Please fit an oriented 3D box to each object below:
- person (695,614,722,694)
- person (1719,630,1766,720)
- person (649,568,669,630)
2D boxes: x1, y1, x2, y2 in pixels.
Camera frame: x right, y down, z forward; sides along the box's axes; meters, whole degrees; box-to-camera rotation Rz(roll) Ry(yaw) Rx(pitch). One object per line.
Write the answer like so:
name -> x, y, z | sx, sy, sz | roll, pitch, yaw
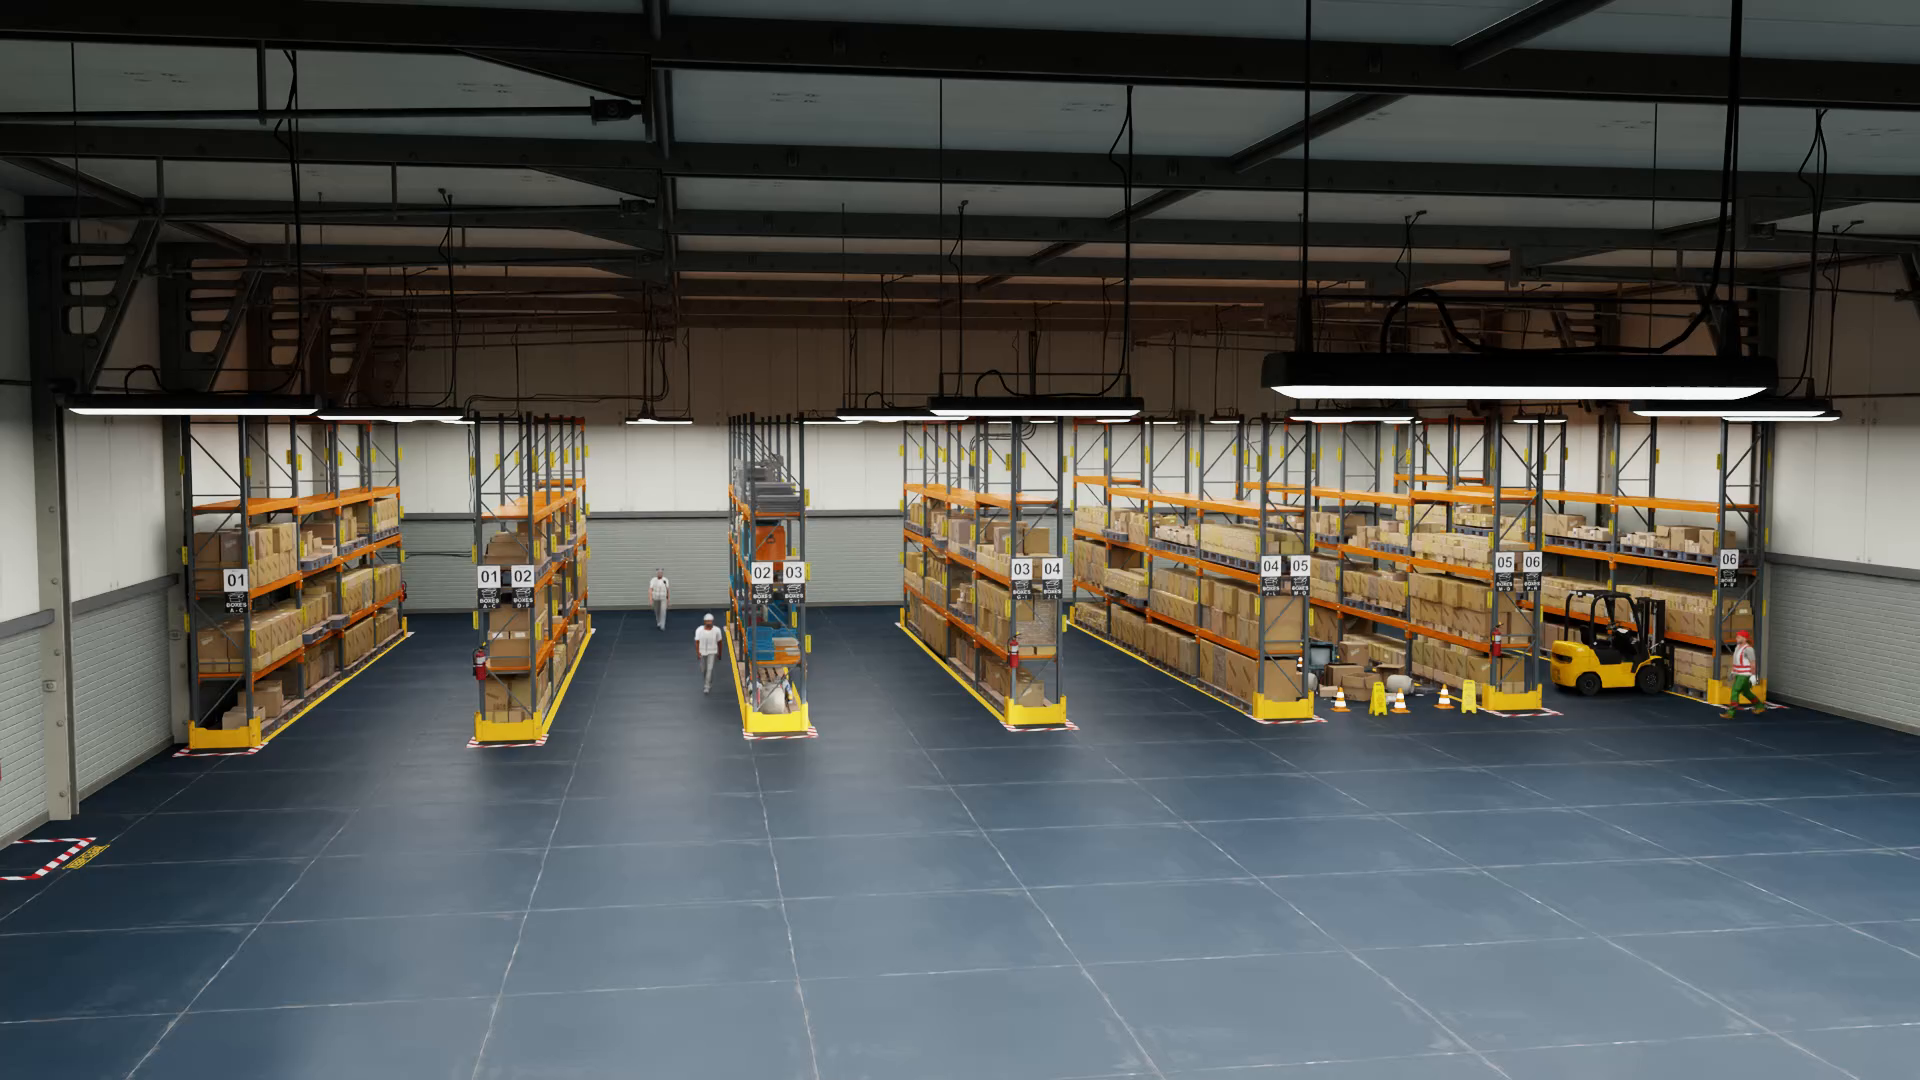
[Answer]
person -> -5.442, 2.436, 35.794 | 0.556, 1.693, 1.080 | 0, 4, 3
person -> 15.353, 2.633, 32.564 | 1.075, 1.748, 0.538 | -1, 4, -8
person -> -8.517, 1.646, 46.998 | 0.537, 1.718, 1.039 | 0, 4, -4
